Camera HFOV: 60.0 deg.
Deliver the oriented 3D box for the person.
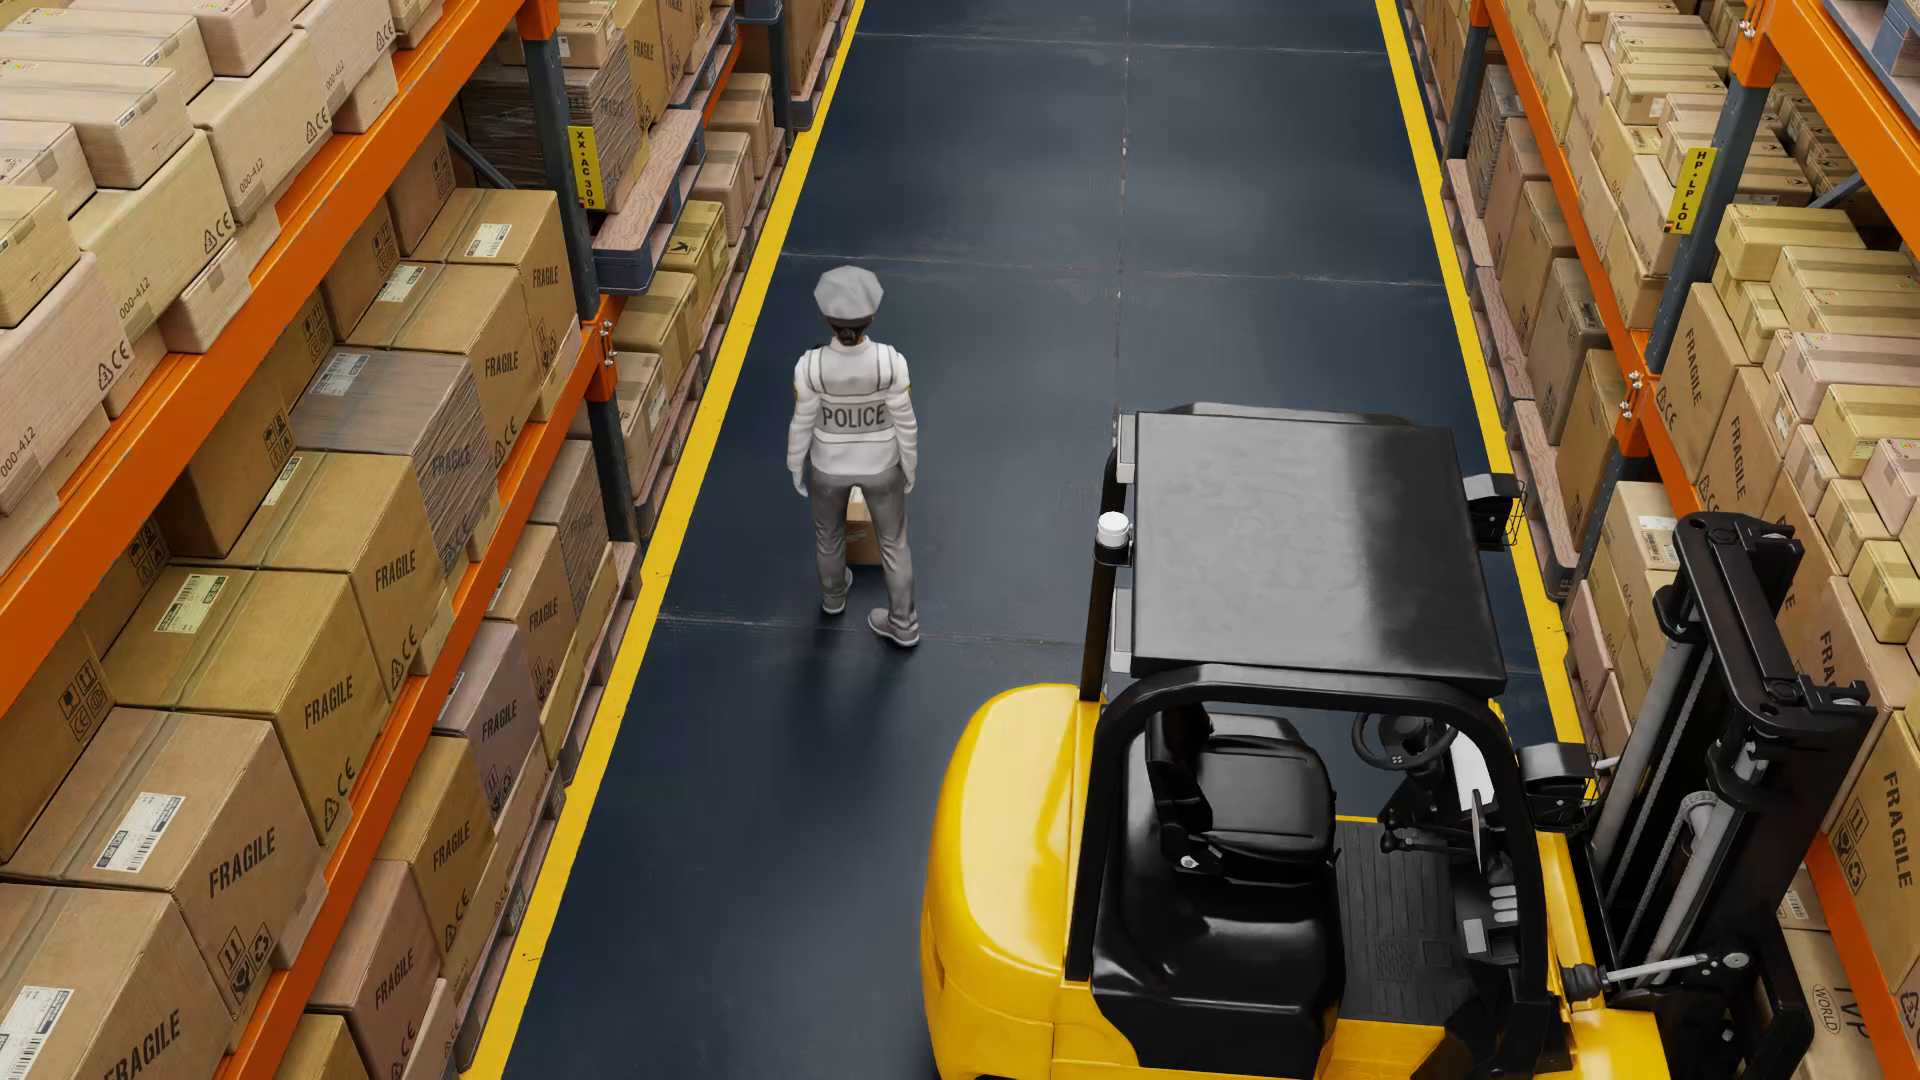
[{"bbox_3d":[-0.424,-0.328,6.531,0.507,1.691,0.528,-3,40,-4],"label":"person"}]
